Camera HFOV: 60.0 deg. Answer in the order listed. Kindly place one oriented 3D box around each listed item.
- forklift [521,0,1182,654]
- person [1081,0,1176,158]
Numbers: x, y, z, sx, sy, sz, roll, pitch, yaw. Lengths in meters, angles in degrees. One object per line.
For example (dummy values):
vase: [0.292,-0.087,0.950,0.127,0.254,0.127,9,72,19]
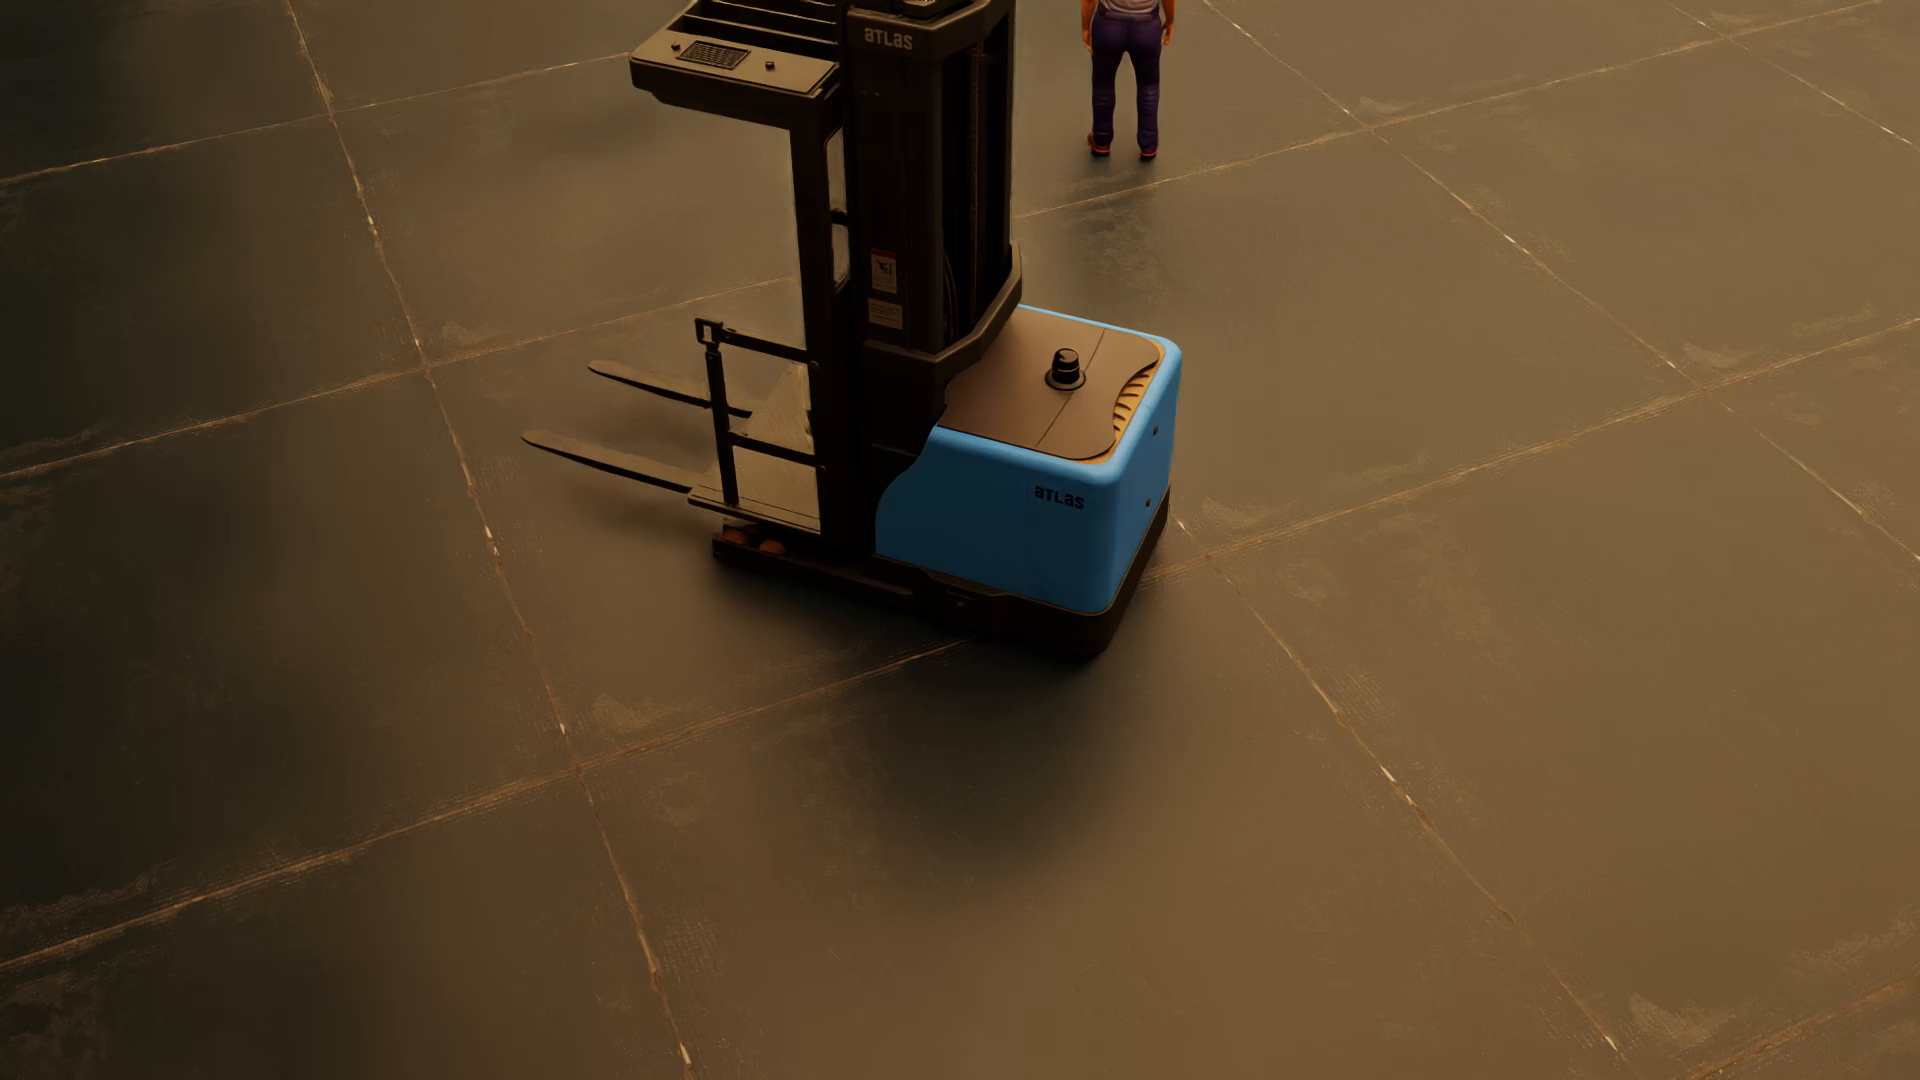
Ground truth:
forklift: [-0.596,-1.223,6.991,3.031,2.935,1.130,16,45,16]
person: [0.992,-3.037,9.887,0.559,1.669,0.435,3,43,3]
